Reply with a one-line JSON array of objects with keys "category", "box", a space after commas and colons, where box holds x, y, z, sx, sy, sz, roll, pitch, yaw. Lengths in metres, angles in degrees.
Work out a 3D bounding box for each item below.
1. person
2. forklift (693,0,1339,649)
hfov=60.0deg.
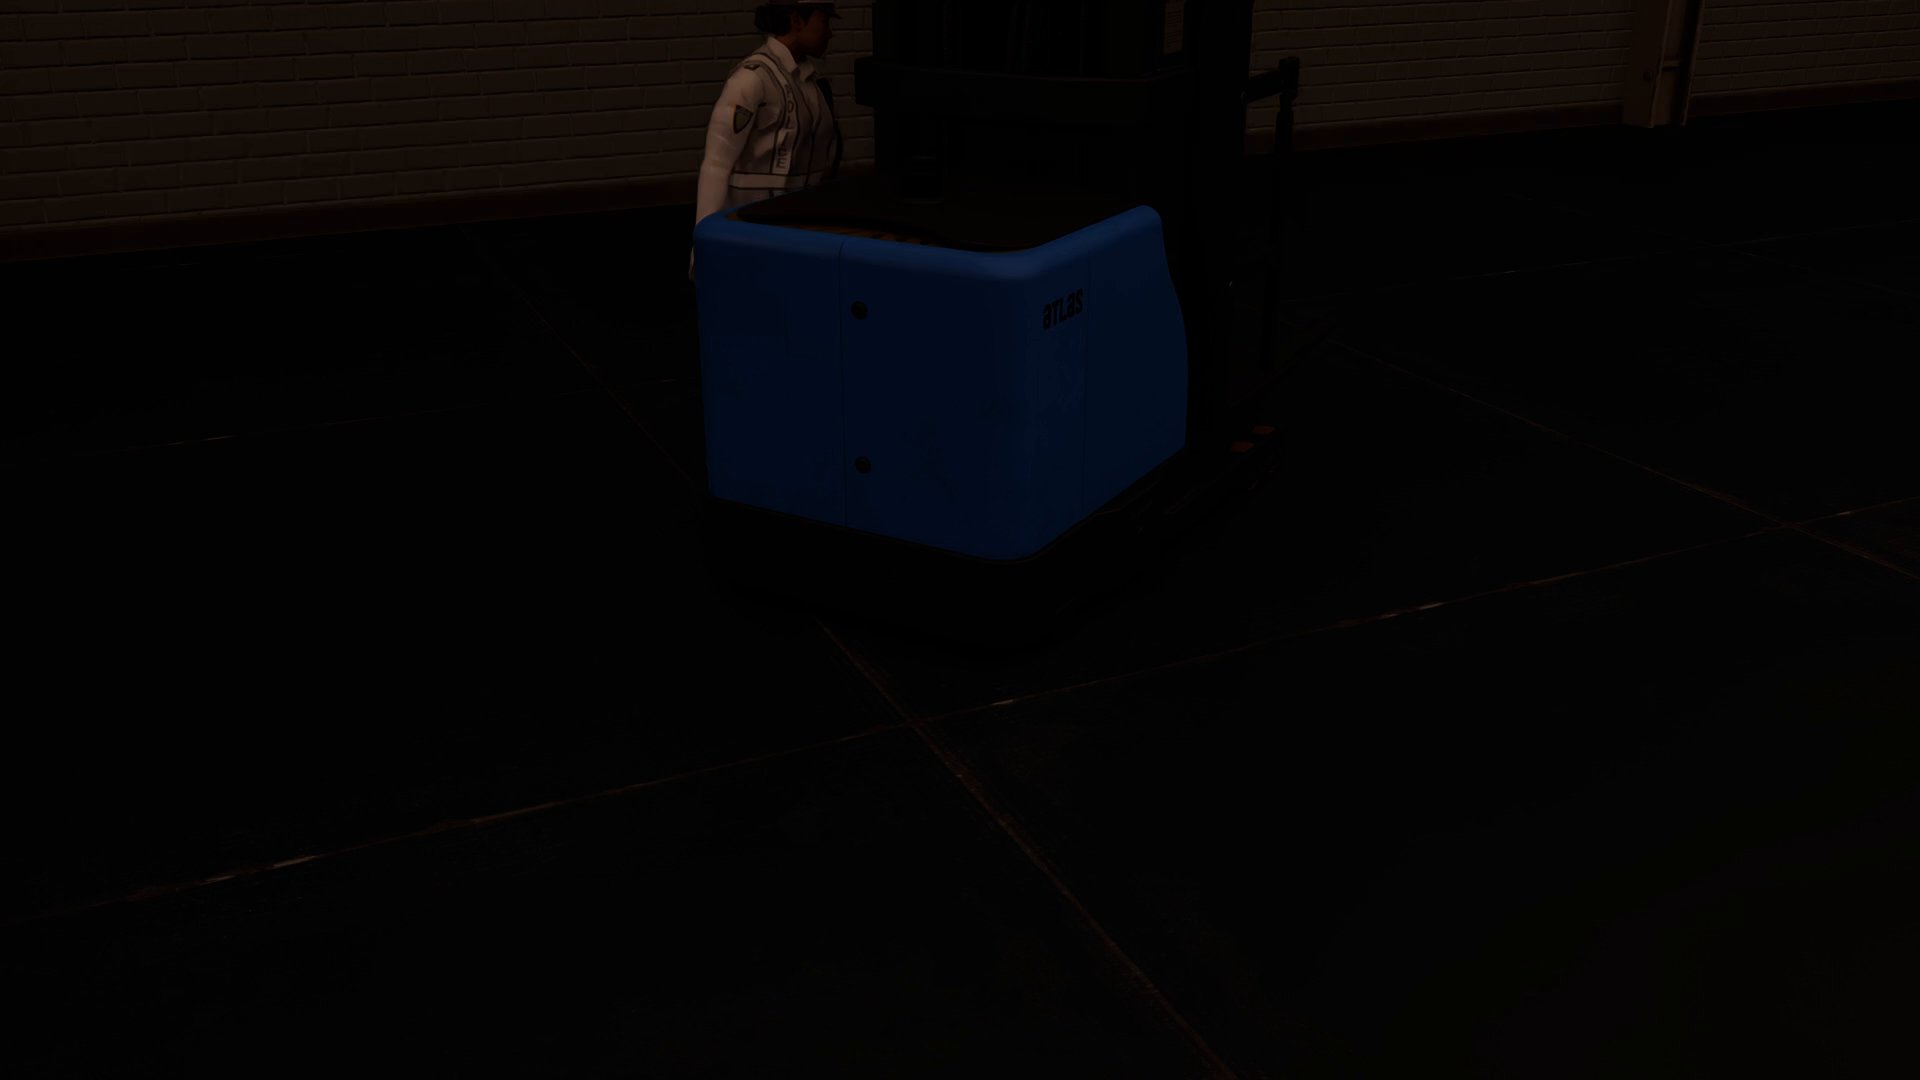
[{"category": "person", "box": [-0.598, -0.994, 5.429, 0.417, 1.641, 0.809, 10, 25, 23]}, {"category": "forklift", "box": [0.461, -1.595, 5.127, 1.130, 2.935, 3.031, 13, 26, 28]}]
